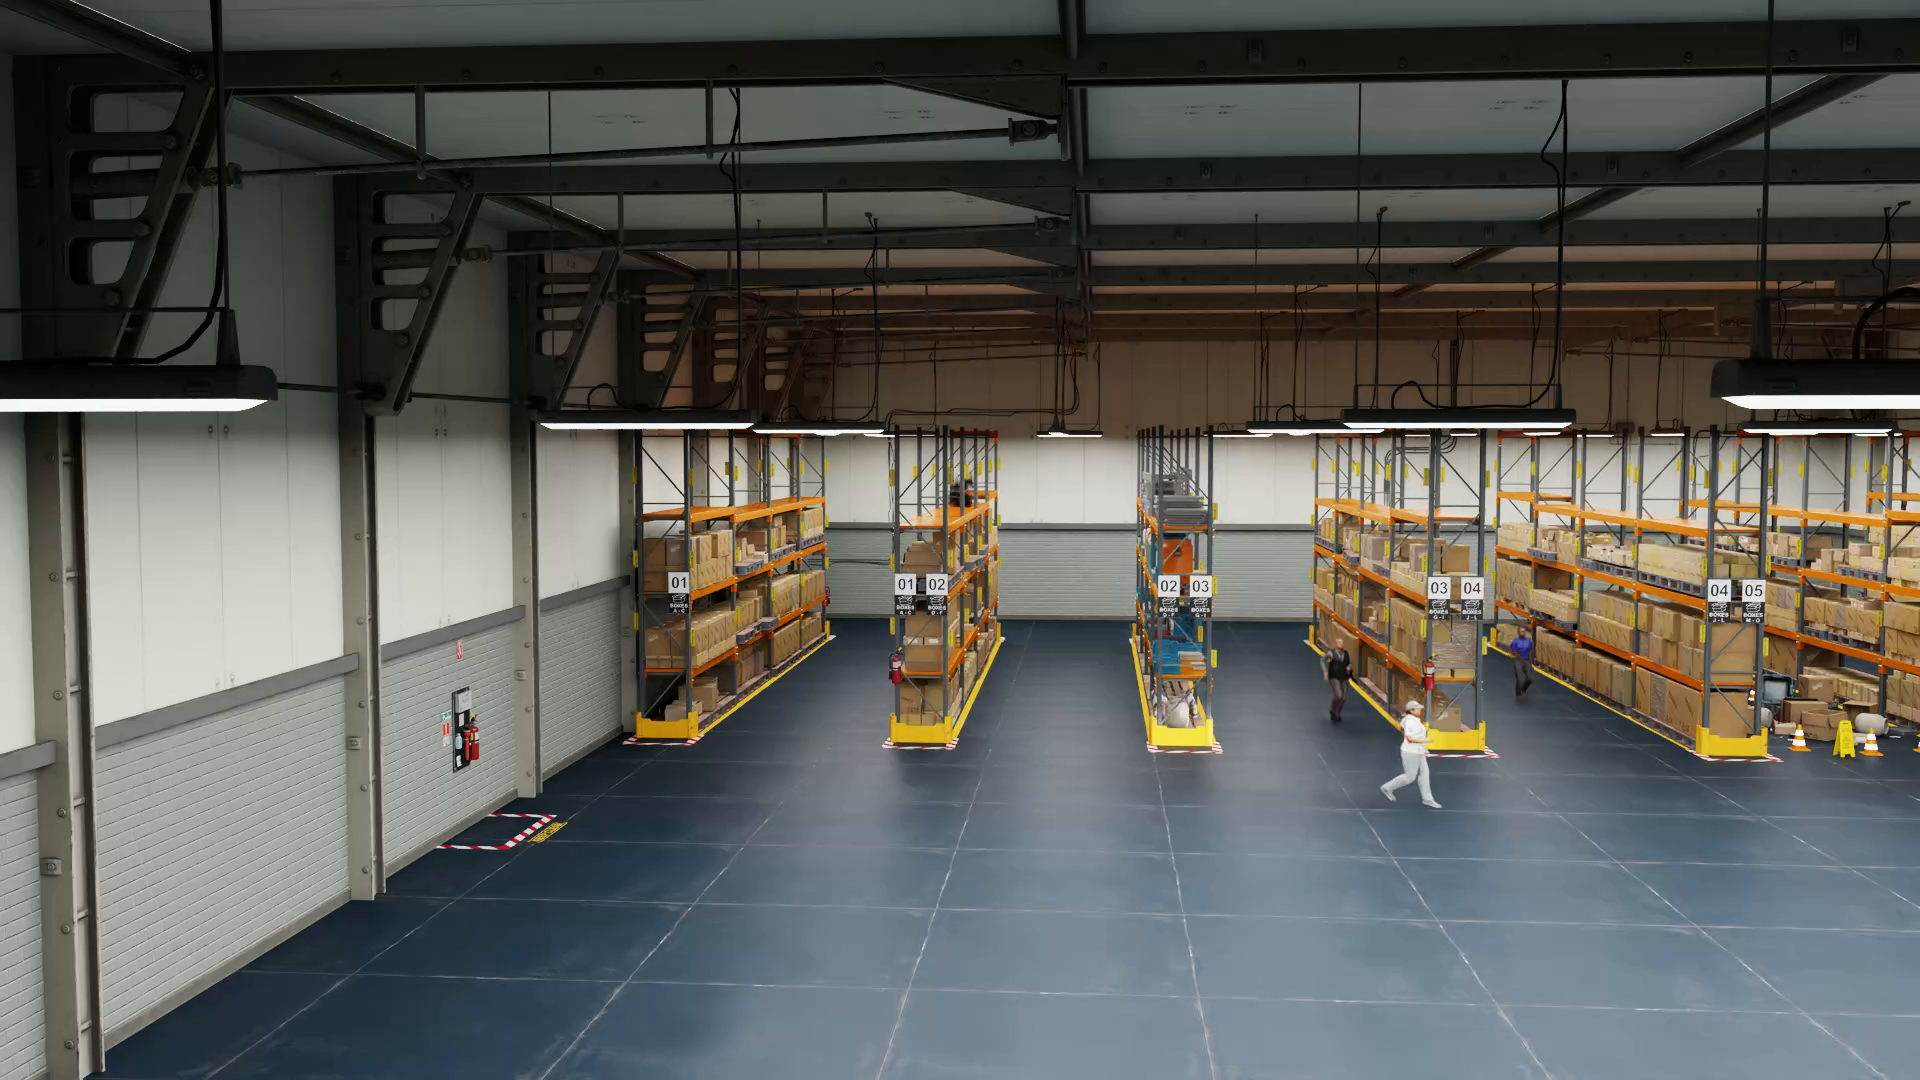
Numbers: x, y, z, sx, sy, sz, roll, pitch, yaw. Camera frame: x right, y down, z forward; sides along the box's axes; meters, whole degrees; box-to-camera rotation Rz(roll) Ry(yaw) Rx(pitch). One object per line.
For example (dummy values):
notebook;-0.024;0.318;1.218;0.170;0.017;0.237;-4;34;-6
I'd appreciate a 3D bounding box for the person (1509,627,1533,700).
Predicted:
person;12.349;2.724;36.434;0.565;1.596;0.551;0;3;0

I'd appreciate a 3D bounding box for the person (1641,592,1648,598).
person;19.342;2.081;47.294;0.690;1.649;0.621;1;4;14

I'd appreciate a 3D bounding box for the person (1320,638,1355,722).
person;7.680;2.840;33.676;0.633;1.703;0.683;-1;3;-11

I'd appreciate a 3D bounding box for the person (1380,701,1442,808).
person;7.033;3.328;25.876;0.921;1.667;0.609;1;4;23
